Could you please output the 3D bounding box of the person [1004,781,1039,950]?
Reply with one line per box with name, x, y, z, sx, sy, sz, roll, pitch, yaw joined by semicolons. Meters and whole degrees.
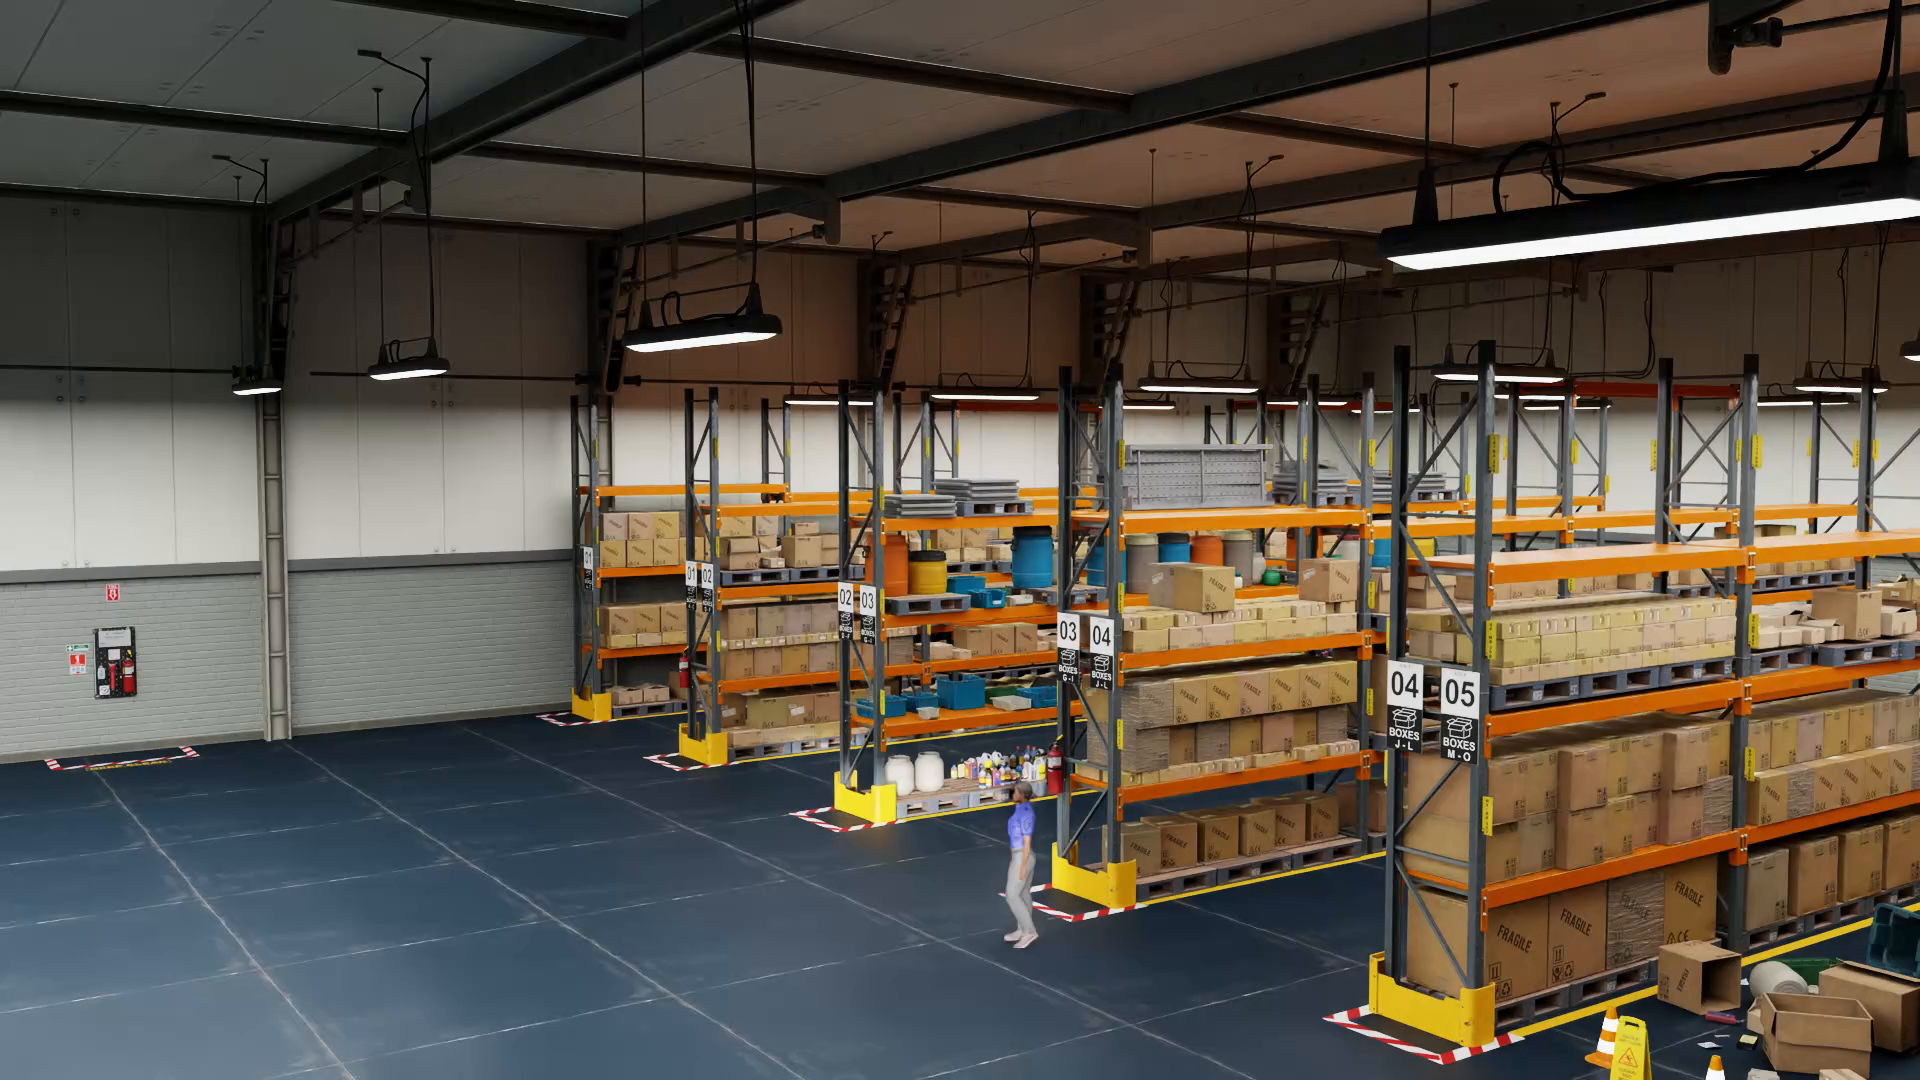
person;0.627;3.311;17.065;0.346;1.682;0.498;0;3;3
